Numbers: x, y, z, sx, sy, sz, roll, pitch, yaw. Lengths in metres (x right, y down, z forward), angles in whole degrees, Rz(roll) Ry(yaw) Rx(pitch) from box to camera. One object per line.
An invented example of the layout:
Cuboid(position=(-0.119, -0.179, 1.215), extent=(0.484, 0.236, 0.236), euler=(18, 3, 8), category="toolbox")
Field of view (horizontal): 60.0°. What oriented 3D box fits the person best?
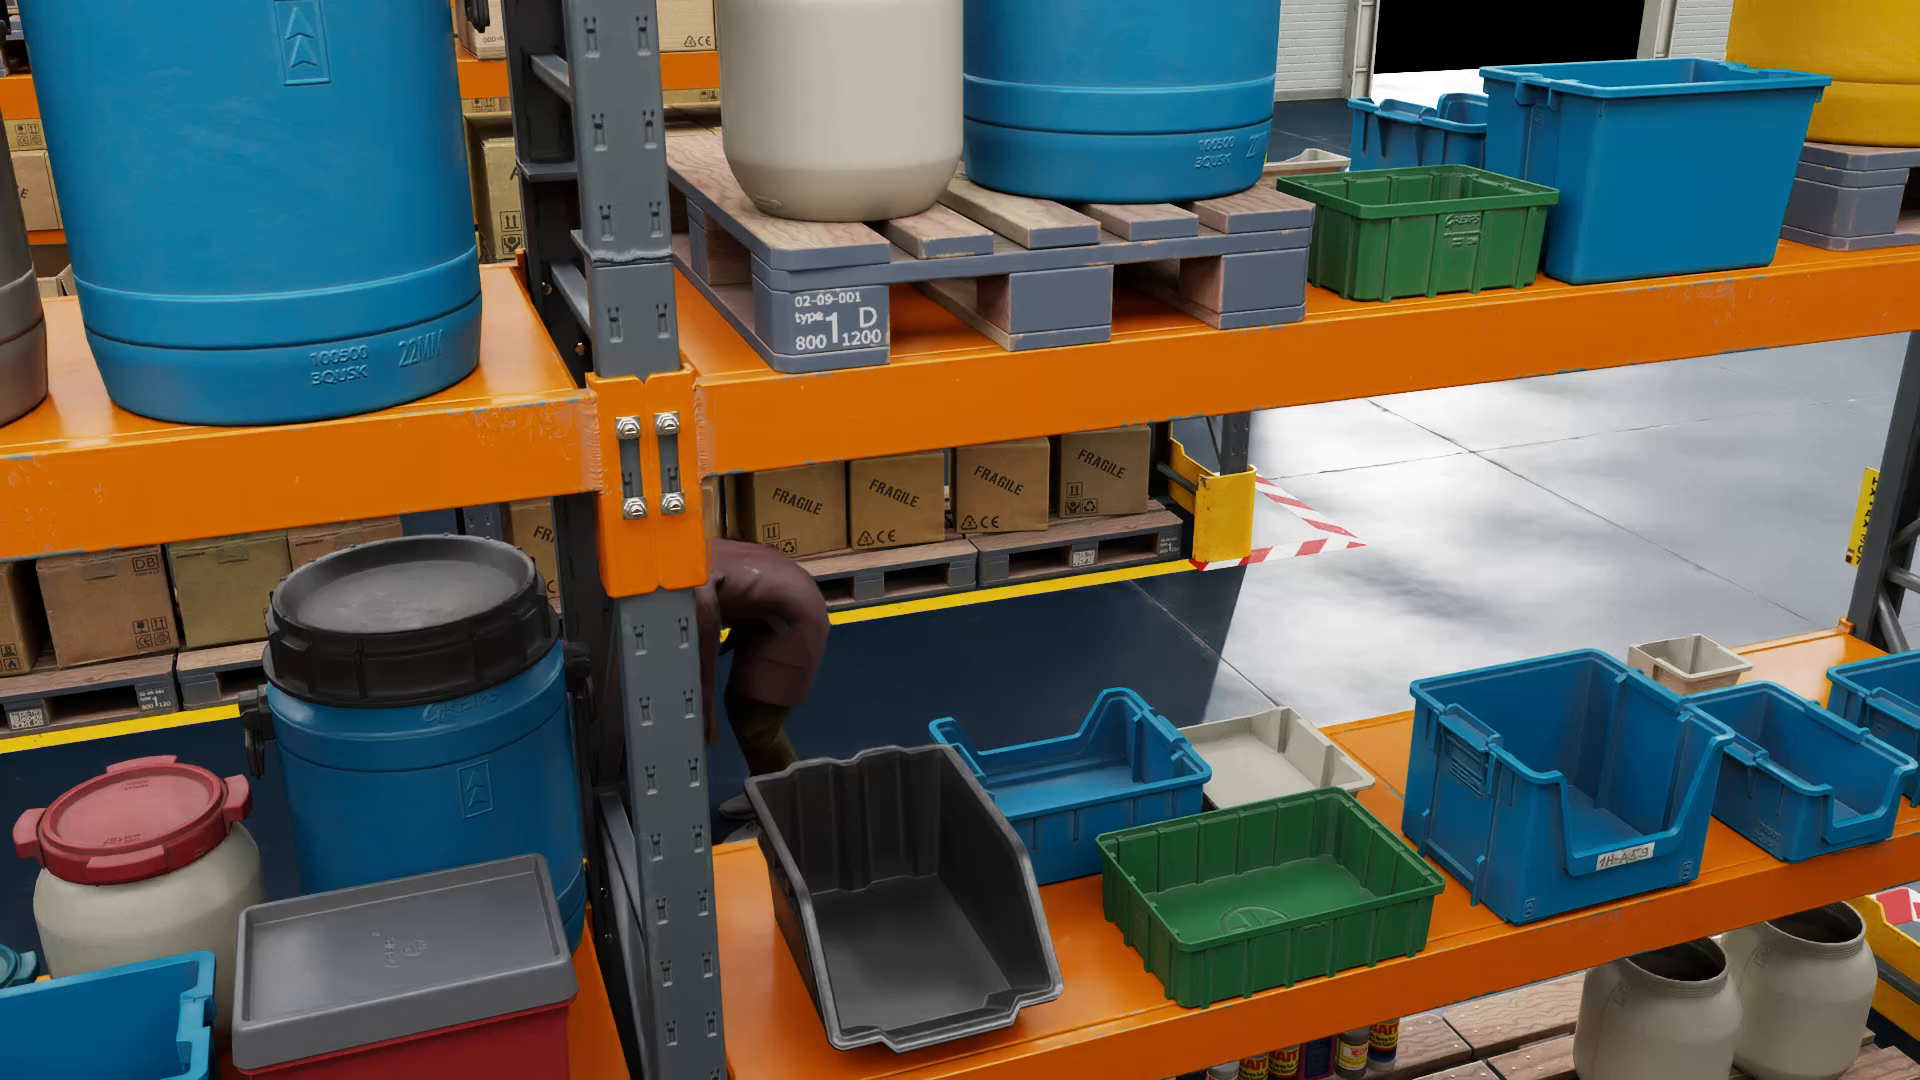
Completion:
Cuboid(position=(-0.933, 0.549, 6.333), extent=(0.891, 1.355, 0.547), euler=(-9, 24, -20), category="person")
